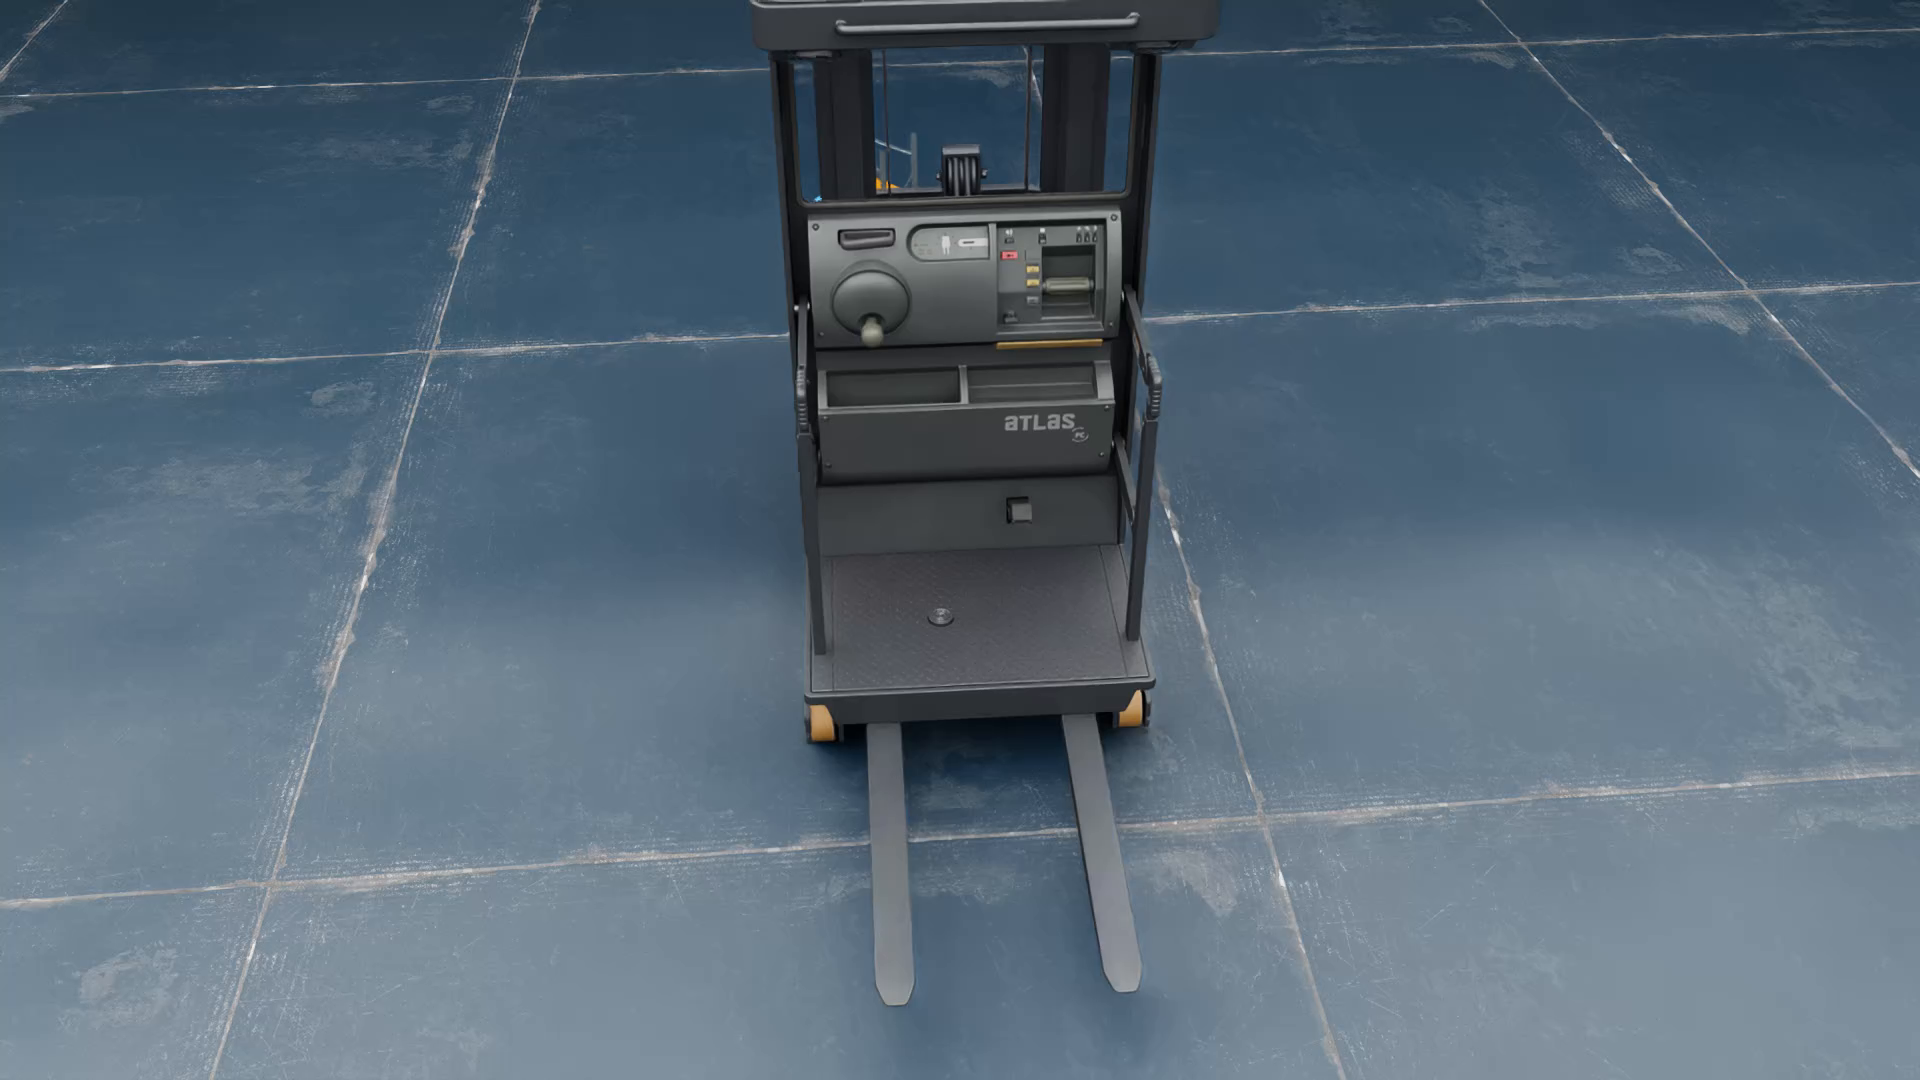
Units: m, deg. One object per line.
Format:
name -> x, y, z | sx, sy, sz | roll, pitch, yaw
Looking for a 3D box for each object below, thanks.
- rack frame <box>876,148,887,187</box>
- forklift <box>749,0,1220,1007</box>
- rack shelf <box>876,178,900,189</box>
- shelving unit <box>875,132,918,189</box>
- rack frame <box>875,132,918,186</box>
rack frame -> -0.371, -1.013, 6.565 | 0.240, 1.200, 0.006 | 25, 45, 29
forklift -> 0.034, -0.708, 4.781 | 1.130, 2.935, 3.031 | -2, 38, -3
rack shelf -> -0.315, -1.306, 6.426 | 0.258, 0.103, 0.180 | 25, 45, 29
shelving unit -> -0.315, -1.058, 6.622 | 0.258, 1.200, 0.189 | 25, 45, 29
rack frame -> -0.260, -1.103, 6.679 | 0.240, 1.200, 0.006 | 25, 45, 29
